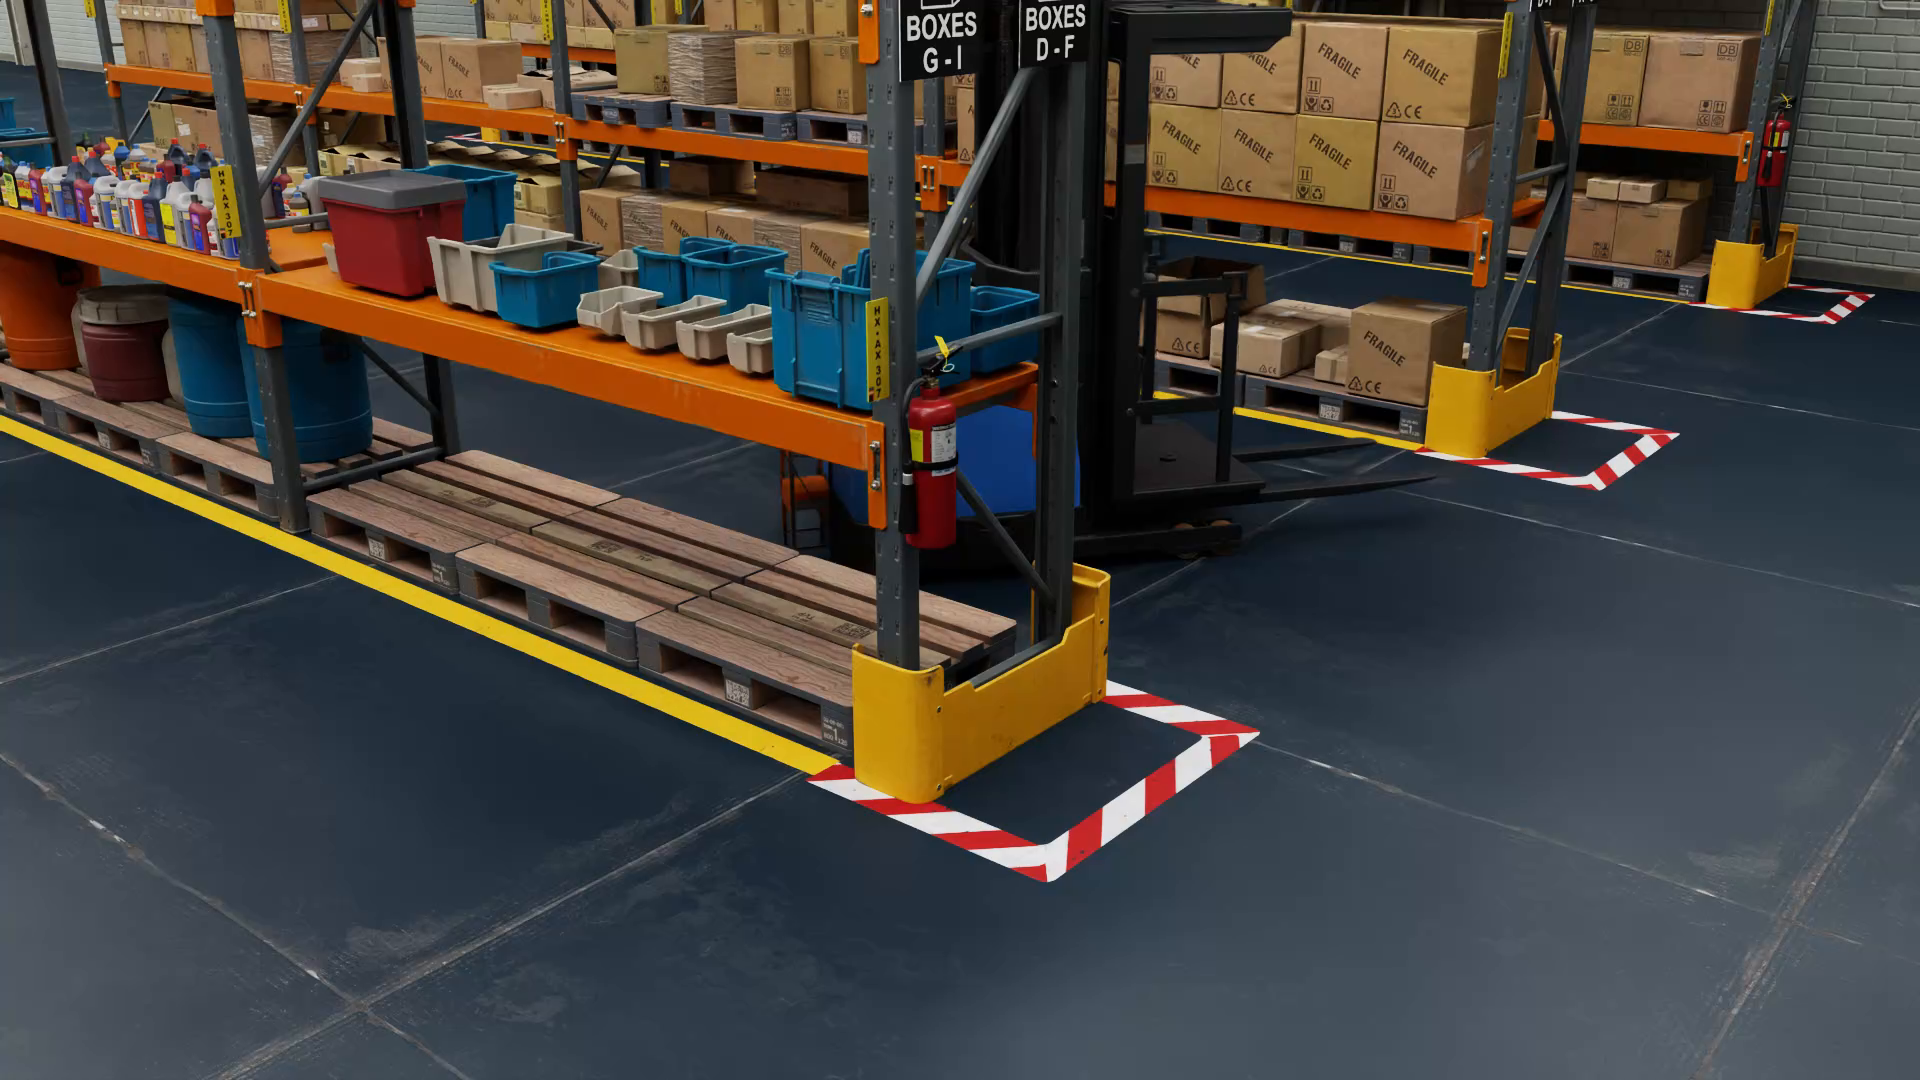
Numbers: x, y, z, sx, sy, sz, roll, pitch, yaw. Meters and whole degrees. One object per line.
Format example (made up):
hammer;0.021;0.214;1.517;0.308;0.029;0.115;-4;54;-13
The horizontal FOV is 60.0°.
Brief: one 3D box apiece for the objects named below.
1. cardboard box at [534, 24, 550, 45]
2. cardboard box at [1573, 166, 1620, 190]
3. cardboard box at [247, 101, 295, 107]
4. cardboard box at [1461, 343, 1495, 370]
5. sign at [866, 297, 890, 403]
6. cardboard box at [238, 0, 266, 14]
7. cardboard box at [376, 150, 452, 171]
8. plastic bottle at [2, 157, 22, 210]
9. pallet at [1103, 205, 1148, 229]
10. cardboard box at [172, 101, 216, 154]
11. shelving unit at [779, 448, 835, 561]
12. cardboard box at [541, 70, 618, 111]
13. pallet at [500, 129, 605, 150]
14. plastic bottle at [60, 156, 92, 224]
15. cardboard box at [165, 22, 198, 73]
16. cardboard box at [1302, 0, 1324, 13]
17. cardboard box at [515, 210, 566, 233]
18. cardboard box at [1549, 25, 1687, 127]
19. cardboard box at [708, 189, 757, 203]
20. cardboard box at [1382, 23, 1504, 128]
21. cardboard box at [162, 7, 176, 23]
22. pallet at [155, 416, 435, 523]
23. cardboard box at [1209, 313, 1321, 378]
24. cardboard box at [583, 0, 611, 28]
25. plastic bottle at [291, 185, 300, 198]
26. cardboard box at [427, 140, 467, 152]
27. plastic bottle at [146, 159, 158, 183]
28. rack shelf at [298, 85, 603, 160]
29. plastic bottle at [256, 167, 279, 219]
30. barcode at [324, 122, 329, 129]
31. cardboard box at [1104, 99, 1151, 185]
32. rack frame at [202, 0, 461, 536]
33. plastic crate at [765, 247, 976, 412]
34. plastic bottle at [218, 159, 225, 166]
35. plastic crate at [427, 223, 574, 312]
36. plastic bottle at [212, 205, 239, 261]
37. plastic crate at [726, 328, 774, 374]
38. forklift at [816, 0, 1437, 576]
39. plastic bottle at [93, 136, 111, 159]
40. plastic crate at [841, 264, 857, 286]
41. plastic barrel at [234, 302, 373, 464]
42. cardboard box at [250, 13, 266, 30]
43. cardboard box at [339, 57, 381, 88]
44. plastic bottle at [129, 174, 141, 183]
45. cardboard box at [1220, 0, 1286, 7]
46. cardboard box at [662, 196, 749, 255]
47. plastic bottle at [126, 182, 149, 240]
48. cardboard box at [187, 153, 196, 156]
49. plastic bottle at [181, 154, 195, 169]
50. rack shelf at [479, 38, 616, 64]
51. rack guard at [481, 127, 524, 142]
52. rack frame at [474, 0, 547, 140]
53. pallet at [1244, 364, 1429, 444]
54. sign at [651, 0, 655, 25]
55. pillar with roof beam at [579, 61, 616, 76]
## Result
cardboard box;-5.078;-6.475;21.271;0.500;0.250;0.500;16;26;35
cardboard box;5.370;-3.044;14.016;0.250;0.149;0.380;16;26;37
cardboard box;-7.412;-4.495;18.076;0.500;0.500;0.500;16;26;36
cardboard box;3.102;-1.093;10.233;0.250;0.149;0.380;16;26;36
sign;-0.261;-0.603;5.285;0.005;0.325;0.100;16;26;36
cardboard box;-6.828;-5.575;16.719;0.500;0.500;0.700;16;26;36
cardboard box;-5.139;-3.495;15.692;0.500;0.311;0.500;15;25;35
plastic bottle;-5.381;-2.029;9.463;0.133;0.283;0.061;16;26;36
pallet;1.645;-3.400;16.885;1.213;0.211;1.003;16;26;36
cardboard box;-8.128;-4.465;17.996;0.500;0.500;0.500;16;26;36
shelving unit;-0.726;-0.430;7.820;0.215;1.050;0.252;-6;21;-15
cardboard box;-3.243;-3.870;14.306;0.500;0.311;0.500;18;27;40
pallet;-5.391;-5.446;22.310;1.213;0.211;1.003;16;26;36
plastic bottle;-4.797;-1.911;9.055;0.185;0.351;0.144;16;26;36
cardboard box;-8.042;-5.314;17.868;0.500;0.500;0.700;16;26;37
cardboard box;3.048;-5.001;15.525;0.500;0.250;0.500;17;27;38
cardboard box;-3.550;-2.779;14.589;0.500;0.250;0.500;17;26;38
cardboard box;5.366;-3.799;13.567;0.700;0.700;0.980;16;26;36
cardboard box;-1.715;-2.595;13.717;0.500;0.500;0.500;15;25;34
cardboard box;2.690;-2.573;9.180;0.500;0.500;0.500;16;26;36
cardboard box;-8.218;-5.578;17.646;0.250;0.149;0.380;15;25;35
pallet;-3.596;-0.452;9.067;1.213;0.211;1.003;16;26;36
cardboard box;1.915;-1.227;10.445;0.500;0.250;0.500;16;26;36
cardboard box;-4.294;-6.602;20.546;0.500;0.500;0.500;15;25;35
plastic bottle;-3.574;-1.824;9.036;0.097;0.201;0.097;0;21;0
cardboard box;-5.185;-3.757;16.387;0.500;0.311;0.500;17;26;38
plastic bottle;-4.831;-2.186;9.996;0.097;0.201;0.097;0;21;0
rack shelf;-4.538;-3.928;15.354;4.000;0.370;1.077;16;26;36
plastic bottle;-3.860;-1.929;9.208;0.135;0.276;0.152;16;26;36
barcode;-6.153;-4.026;16.151;0.075;0.075;0.001;16;26;36
cardboard box;1.118;-2.559;10.562;0.500;0.500;0.500;16;26;36
rack frame;-3.025;-1.573;8.088;0.127;3.000;1.000;16;26;36
plastic crate;-0.303;-0.749;5.768;0.499;0.435;0.616;16;26;36
plastic bottle;-4.187;-2.034;9.492;0.097;0.271;0.097;0;21;0
plastic crate;-1.958;-1.155;7.062;0.530;0.282;0.437;16;26;36
plastic bottle;-3.534;-1.515;8.109;0.135;0.276;0.152;16;26;36
plastic crate;-0.672;-0.718;6.109;0.243;0.136;0.396;16;26;36
forklift;0.857;-1.454;7.871;3.031;2.935;1.130;-6;21;-14
plastic bottle;-5.362;-2.386;10.409;0.133;0.283;0.061;16;26;36
plastic crate;-0.419;-0.922;6.515;0.300;0.233;0.416;16;26;36
plastic barrel;-3.435;-0.914;8.719;0.708;0.901;0.600;16;26;36
cardboard box;-6.828;-5.177;16.584;0.250;0.149;0.380;15;25;35
cardboard box;-5.679;-4.543;16.177;0.500;0.250;0.500;18;27;40
plastic bottle;-4.428;-1.826;8.943;0.097;0.271;0.097;0;21;0
cardboard box;2.716;-4.862;15.155;0.500;0.250;0.500;17;26;38
cardboard box;-2.022;-2.447;13.324;0.500;0.500;0.500;16;26;36
plastic bottle;-4.208;-1.709;8.624;0.135;0.276;0.152;16;26;36
cardboard box;-8.135;-4.111;18.120;0.500;0.250;0.500;16;26;36
plastic bottle;-4.447;-2.095;9.637;0.133;0.283;0.061;16;26;36
rack shelf;-4.508;-6.176;21.313;4.000;0.370;1.077;16;26;36
rack guard;-5.998;-5.772;22.766;0.348;0.500;1.175;16;26;36
rack frame;-6.057;-6.958;22.370;0.127;3.000;1.000;16;26;36
pallet;2.532;-0.924;10.318;1.213;0.211;1.003;16;26;36
sign;-2.653;-4.474;14.252;0.005;0.325;0.100;16;26;36
pillar with roof beam;-7.690;-8.669;18.403;0.400;9.000;9.100;16;26;36
